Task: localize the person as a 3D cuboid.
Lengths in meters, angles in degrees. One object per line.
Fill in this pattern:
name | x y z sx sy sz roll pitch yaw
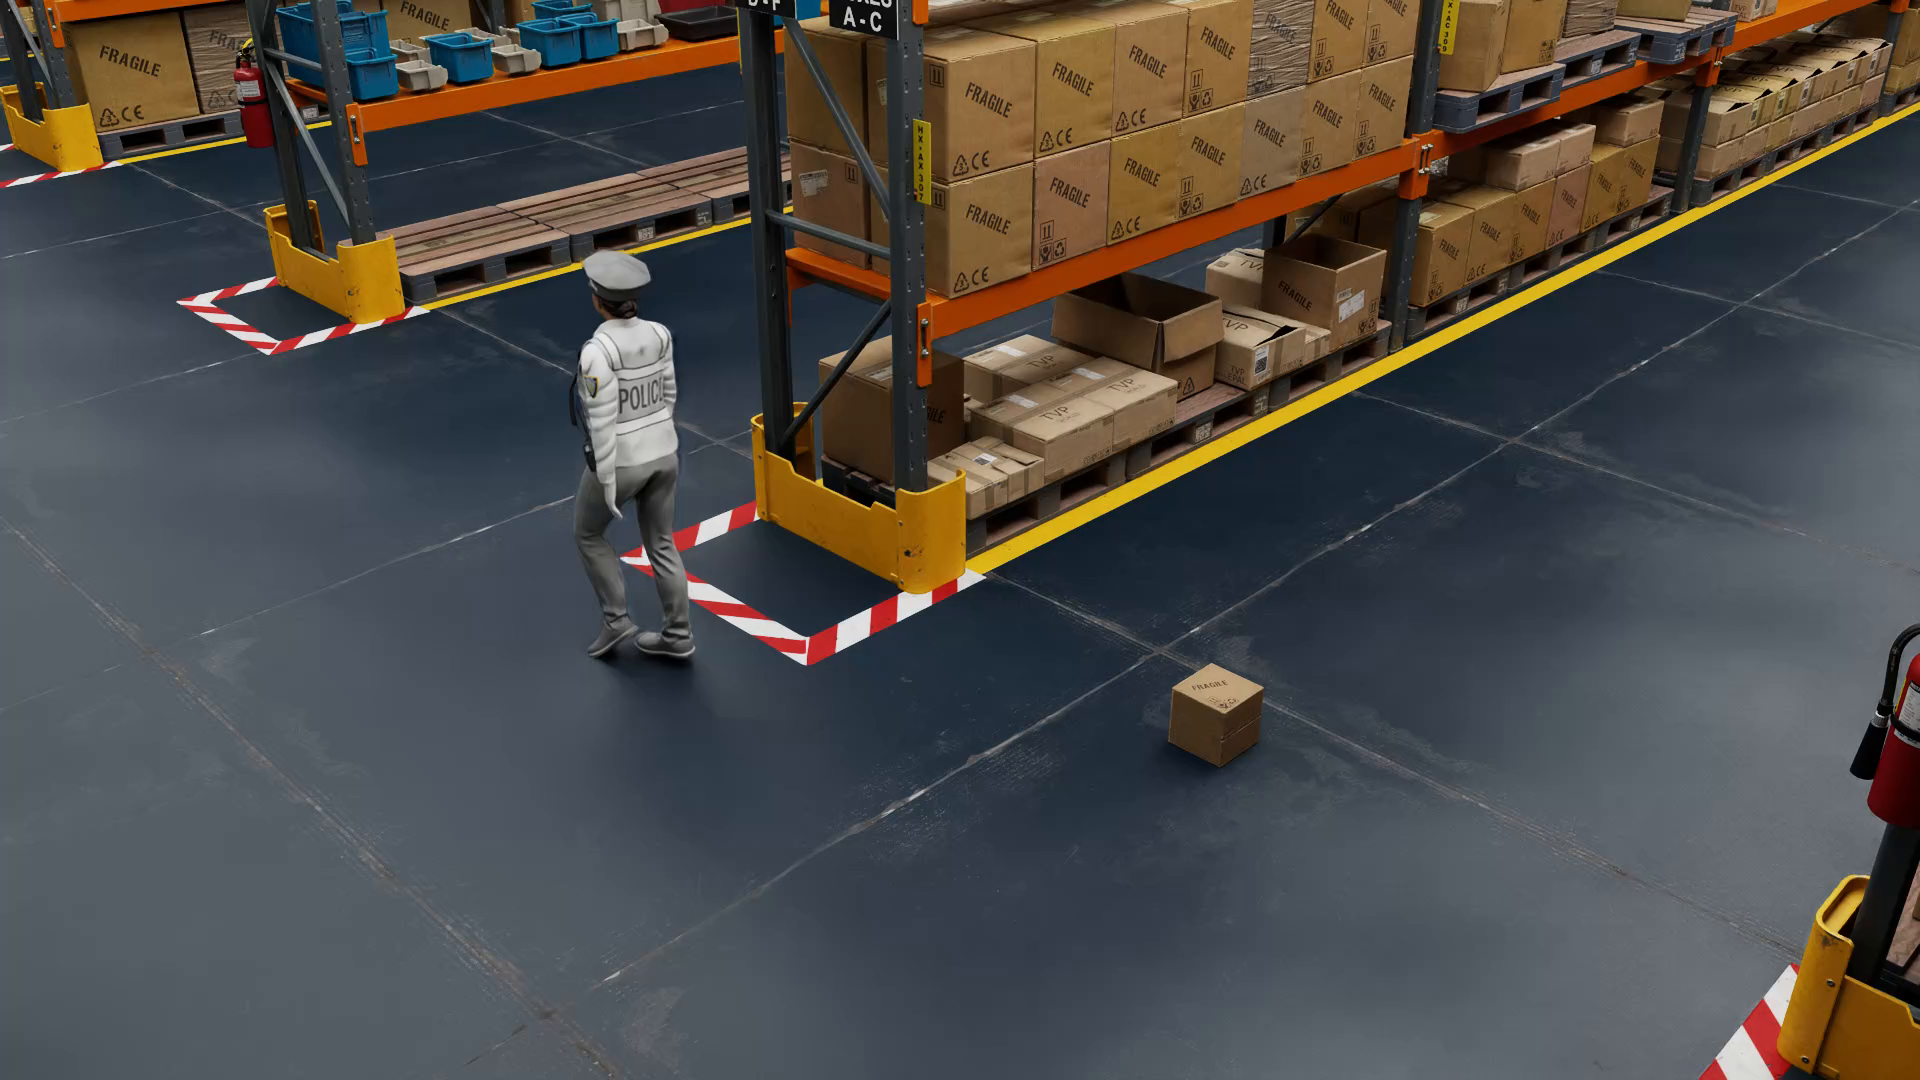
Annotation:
person | -1.289 -0.289 6.655 0.491 1.728 0.508 21 35 34
